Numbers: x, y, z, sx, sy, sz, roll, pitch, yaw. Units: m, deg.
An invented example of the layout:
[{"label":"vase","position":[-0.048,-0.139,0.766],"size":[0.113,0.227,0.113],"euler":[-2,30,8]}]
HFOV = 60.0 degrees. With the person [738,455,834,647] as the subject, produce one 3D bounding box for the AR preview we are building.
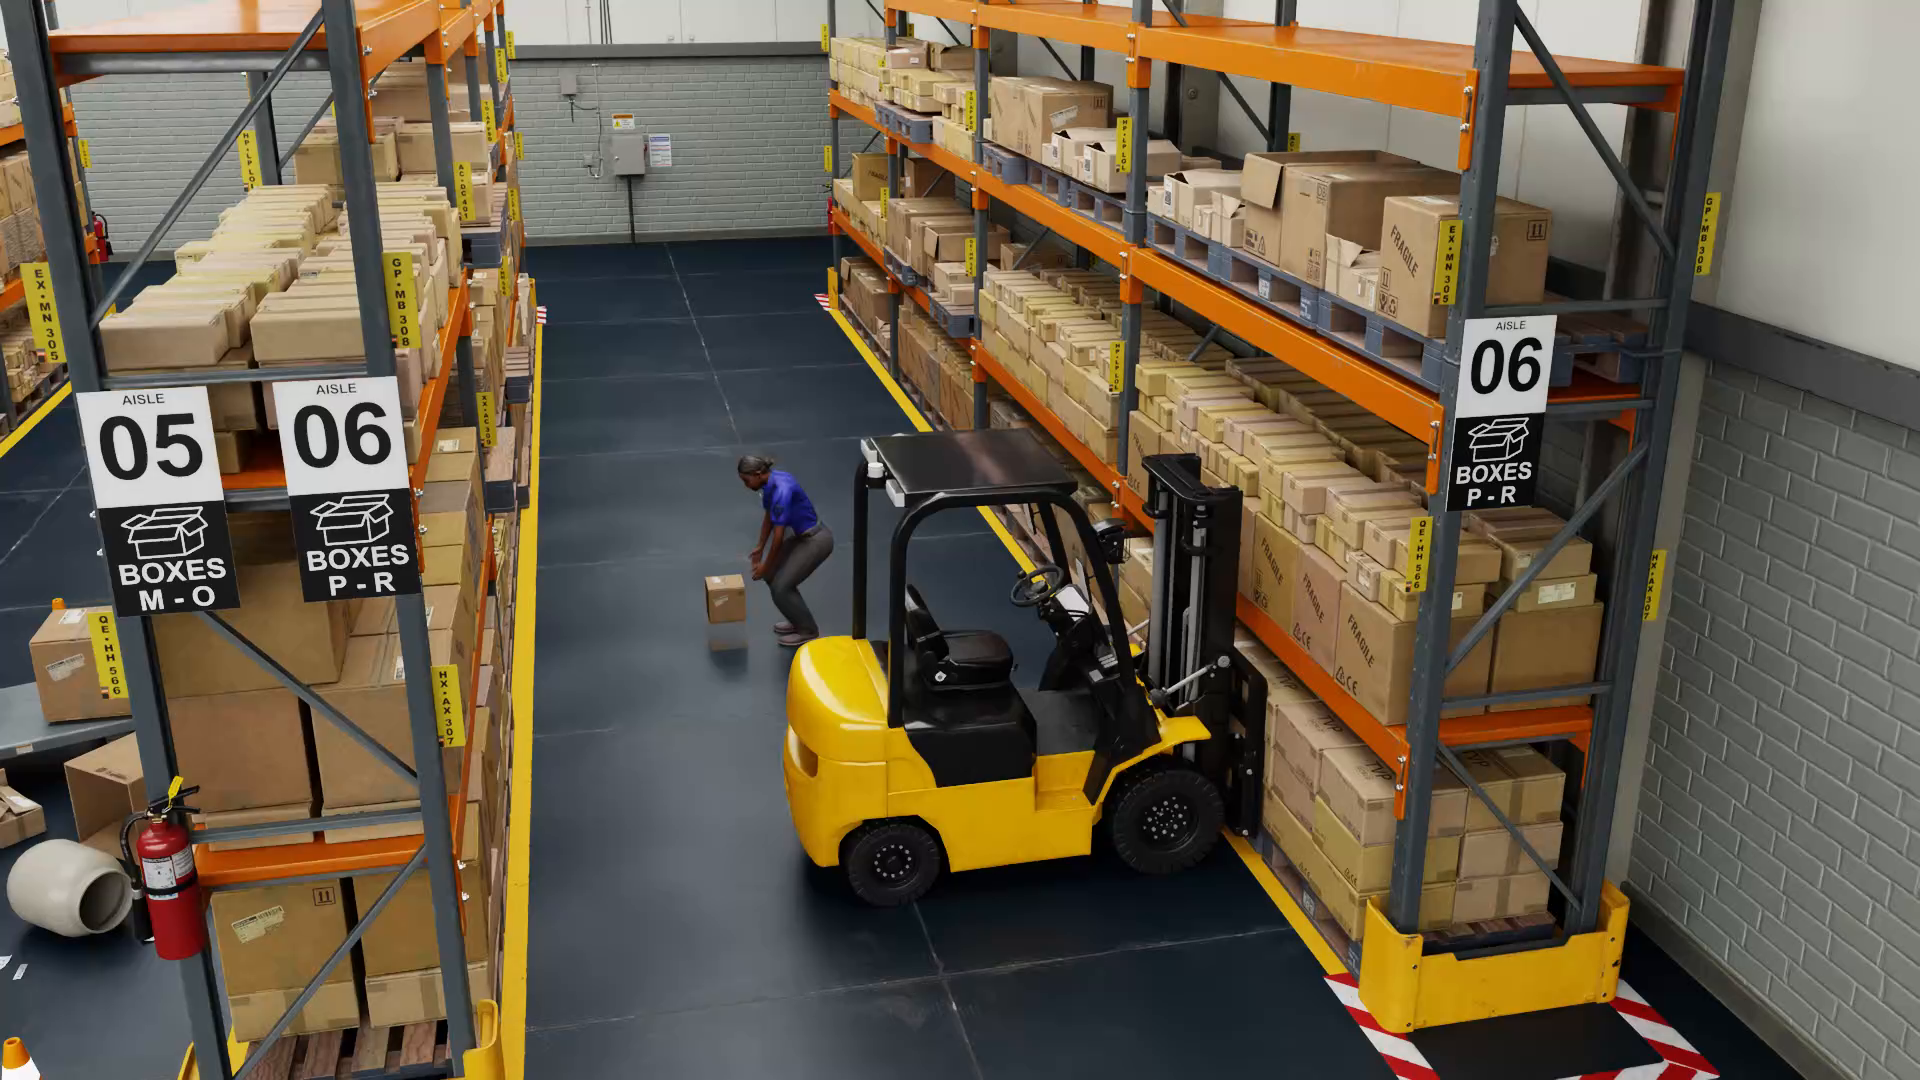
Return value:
[{"label":"person","position":[-1.177,0.053,11.383],"size":[0.635,1.363,0.496],"euler":[-4,20,-12]}]
